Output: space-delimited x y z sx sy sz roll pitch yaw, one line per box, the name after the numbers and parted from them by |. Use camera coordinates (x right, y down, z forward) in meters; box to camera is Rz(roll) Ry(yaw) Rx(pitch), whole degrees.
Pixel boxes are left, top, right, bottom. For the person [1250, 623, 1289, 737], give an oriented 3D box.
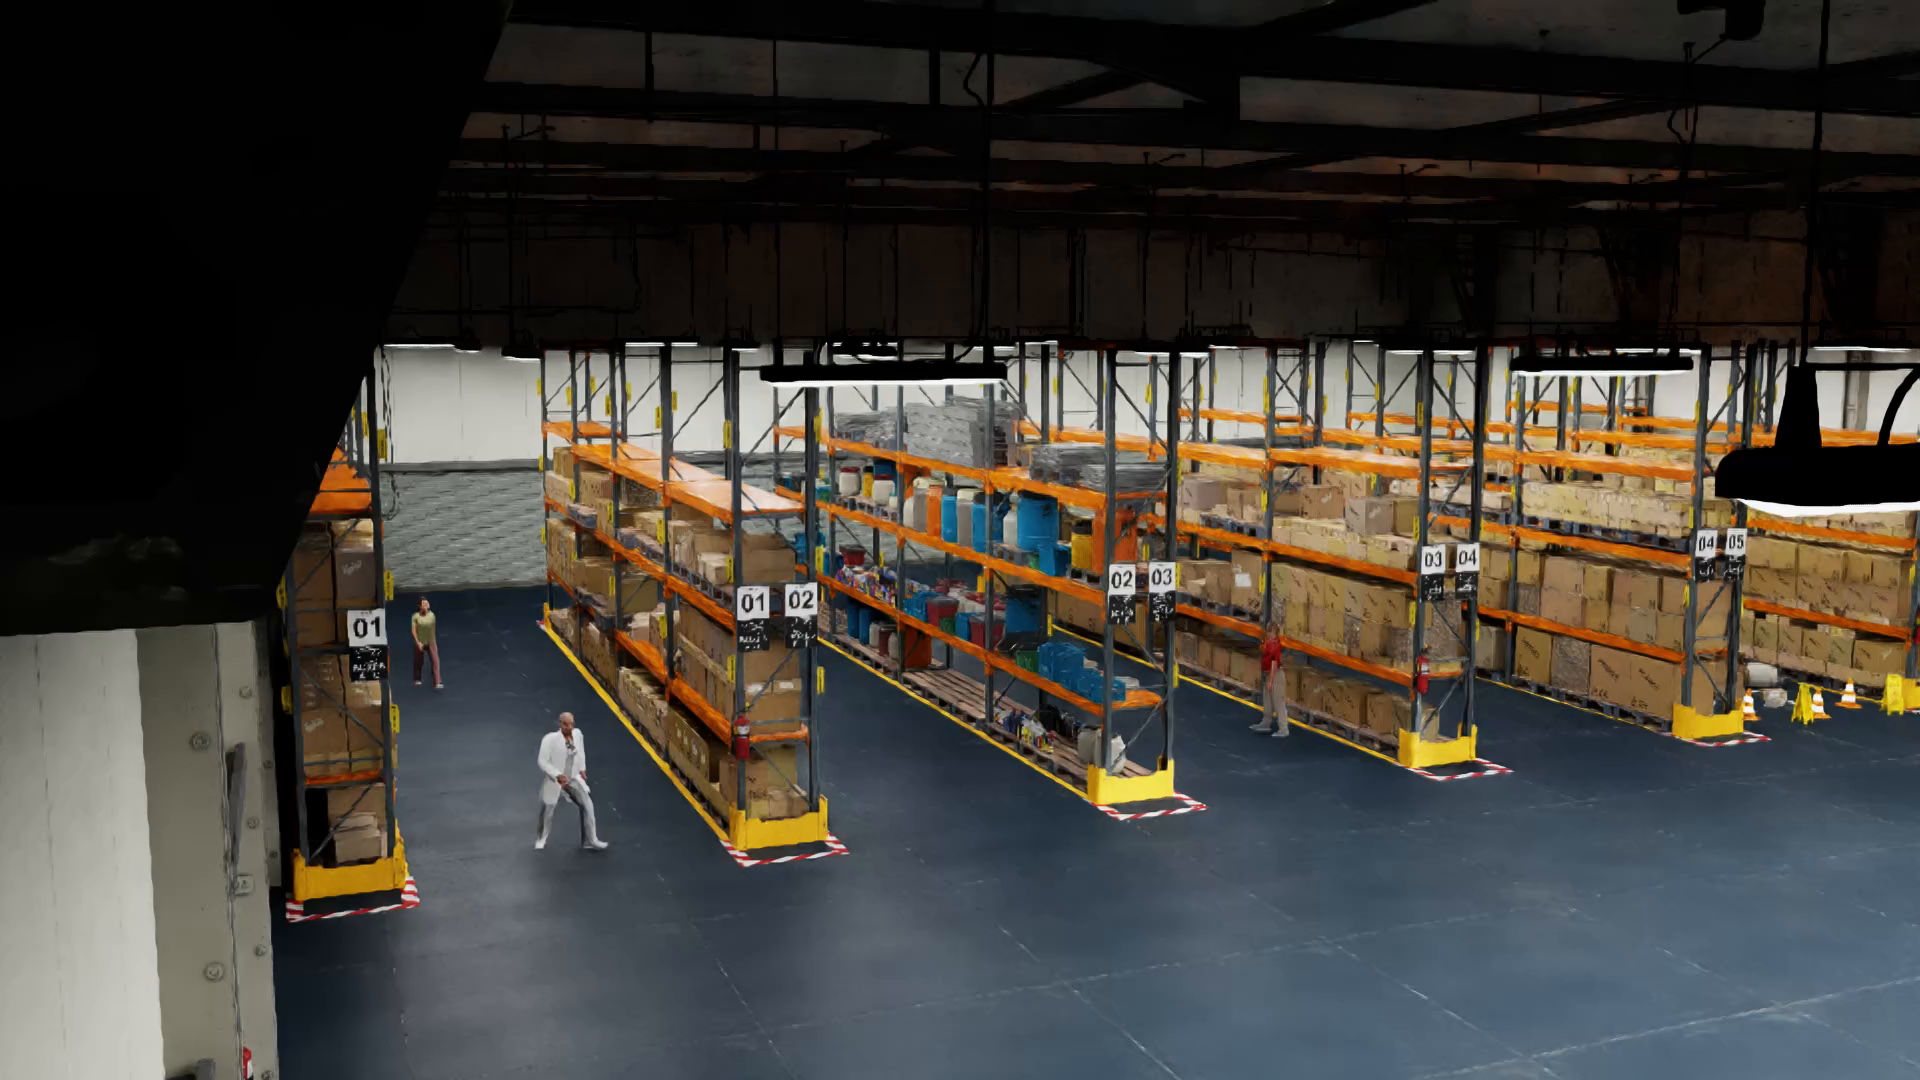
4.791 2.137 25.659 0.578 1.714 0.654 1 7 6 | person

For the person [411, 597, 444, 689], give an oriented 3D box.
-9.299 1.774 28.871 0.445 1.605 1.017 -4 9 -30 | person

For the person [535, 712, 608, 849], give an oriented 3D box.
-4.765 2.882 19.990 0.735 1.715 0.896 -6 9 -37 | person
